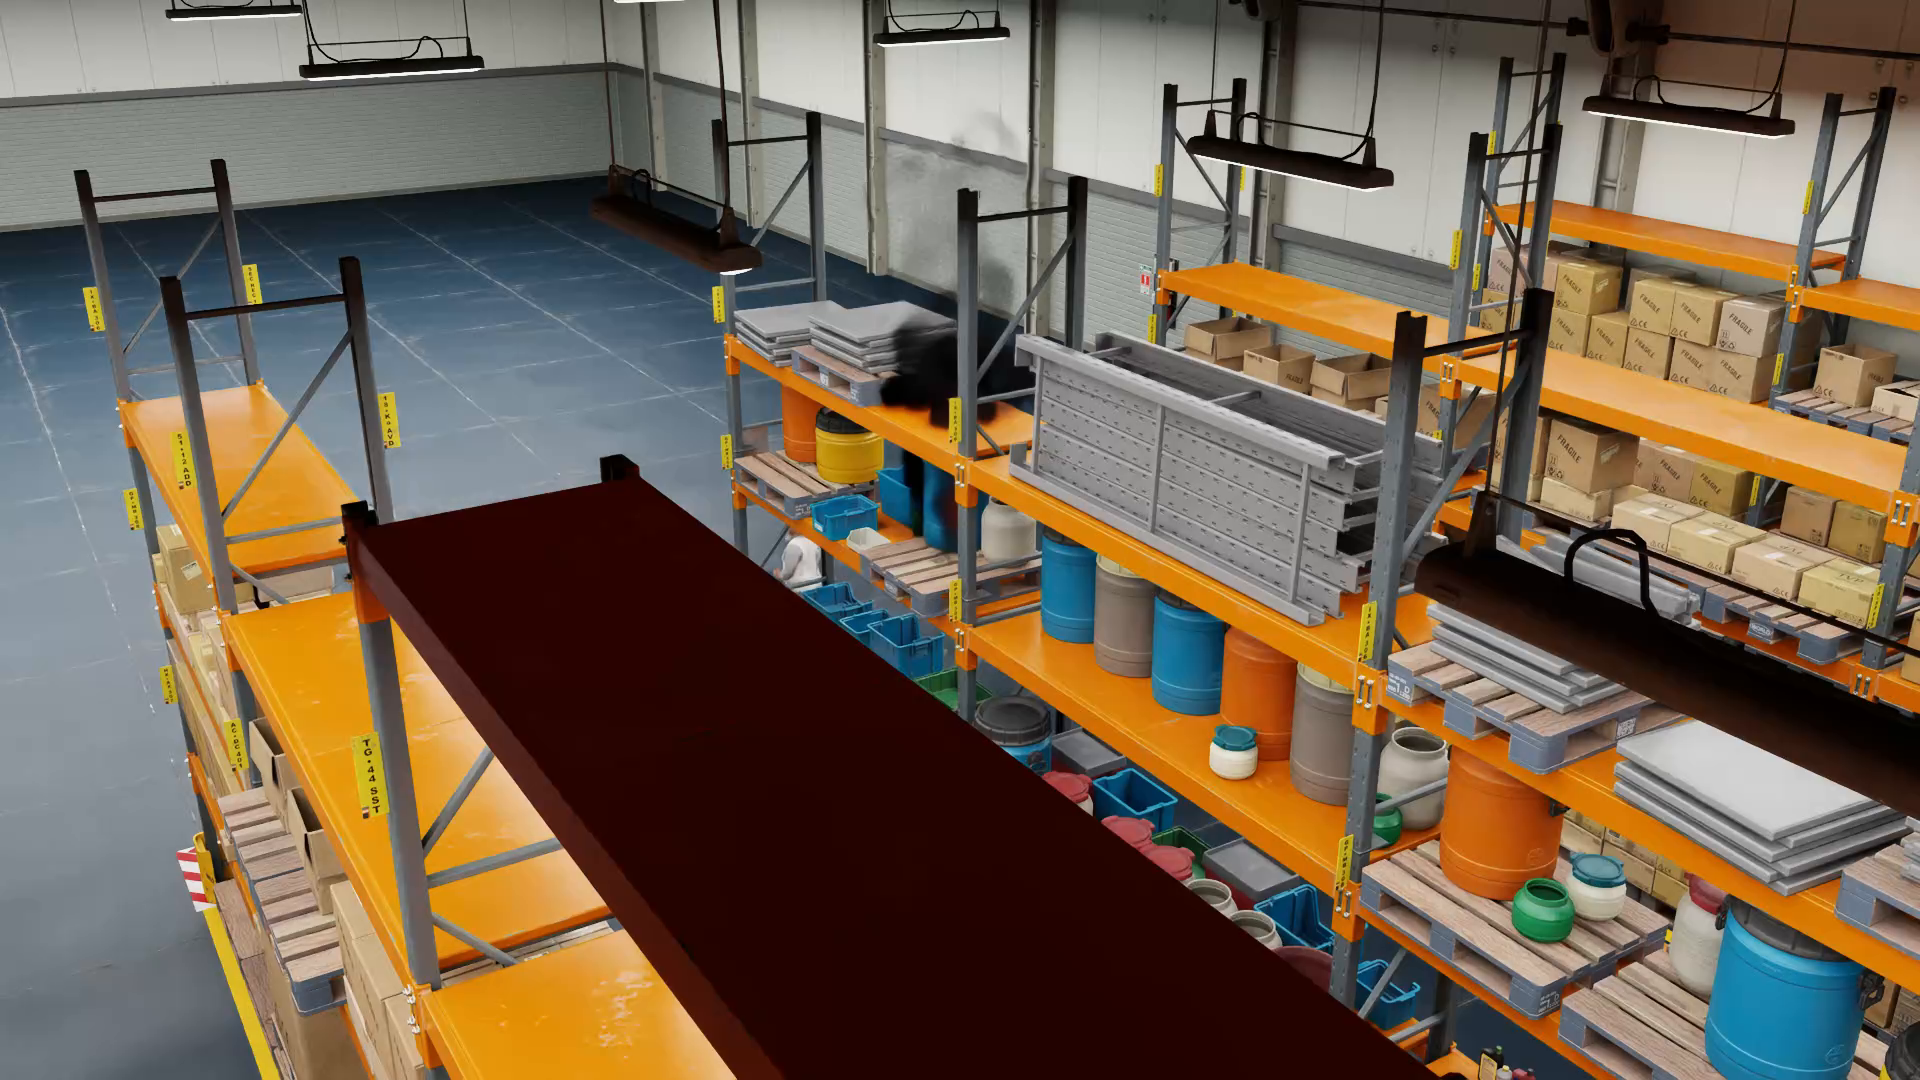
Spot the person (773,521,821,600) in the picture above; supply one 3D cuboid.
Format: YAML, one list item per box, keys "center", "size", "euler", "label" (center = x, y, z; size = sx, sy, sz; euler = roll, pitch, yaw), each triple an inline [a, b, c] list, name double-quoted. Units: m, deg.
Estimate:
- center: [-1.700, 0.503, 17.801]
  size: [0.707, 1.805, 0.661]
  euler: [8, 23, 18]
  label: "person"
